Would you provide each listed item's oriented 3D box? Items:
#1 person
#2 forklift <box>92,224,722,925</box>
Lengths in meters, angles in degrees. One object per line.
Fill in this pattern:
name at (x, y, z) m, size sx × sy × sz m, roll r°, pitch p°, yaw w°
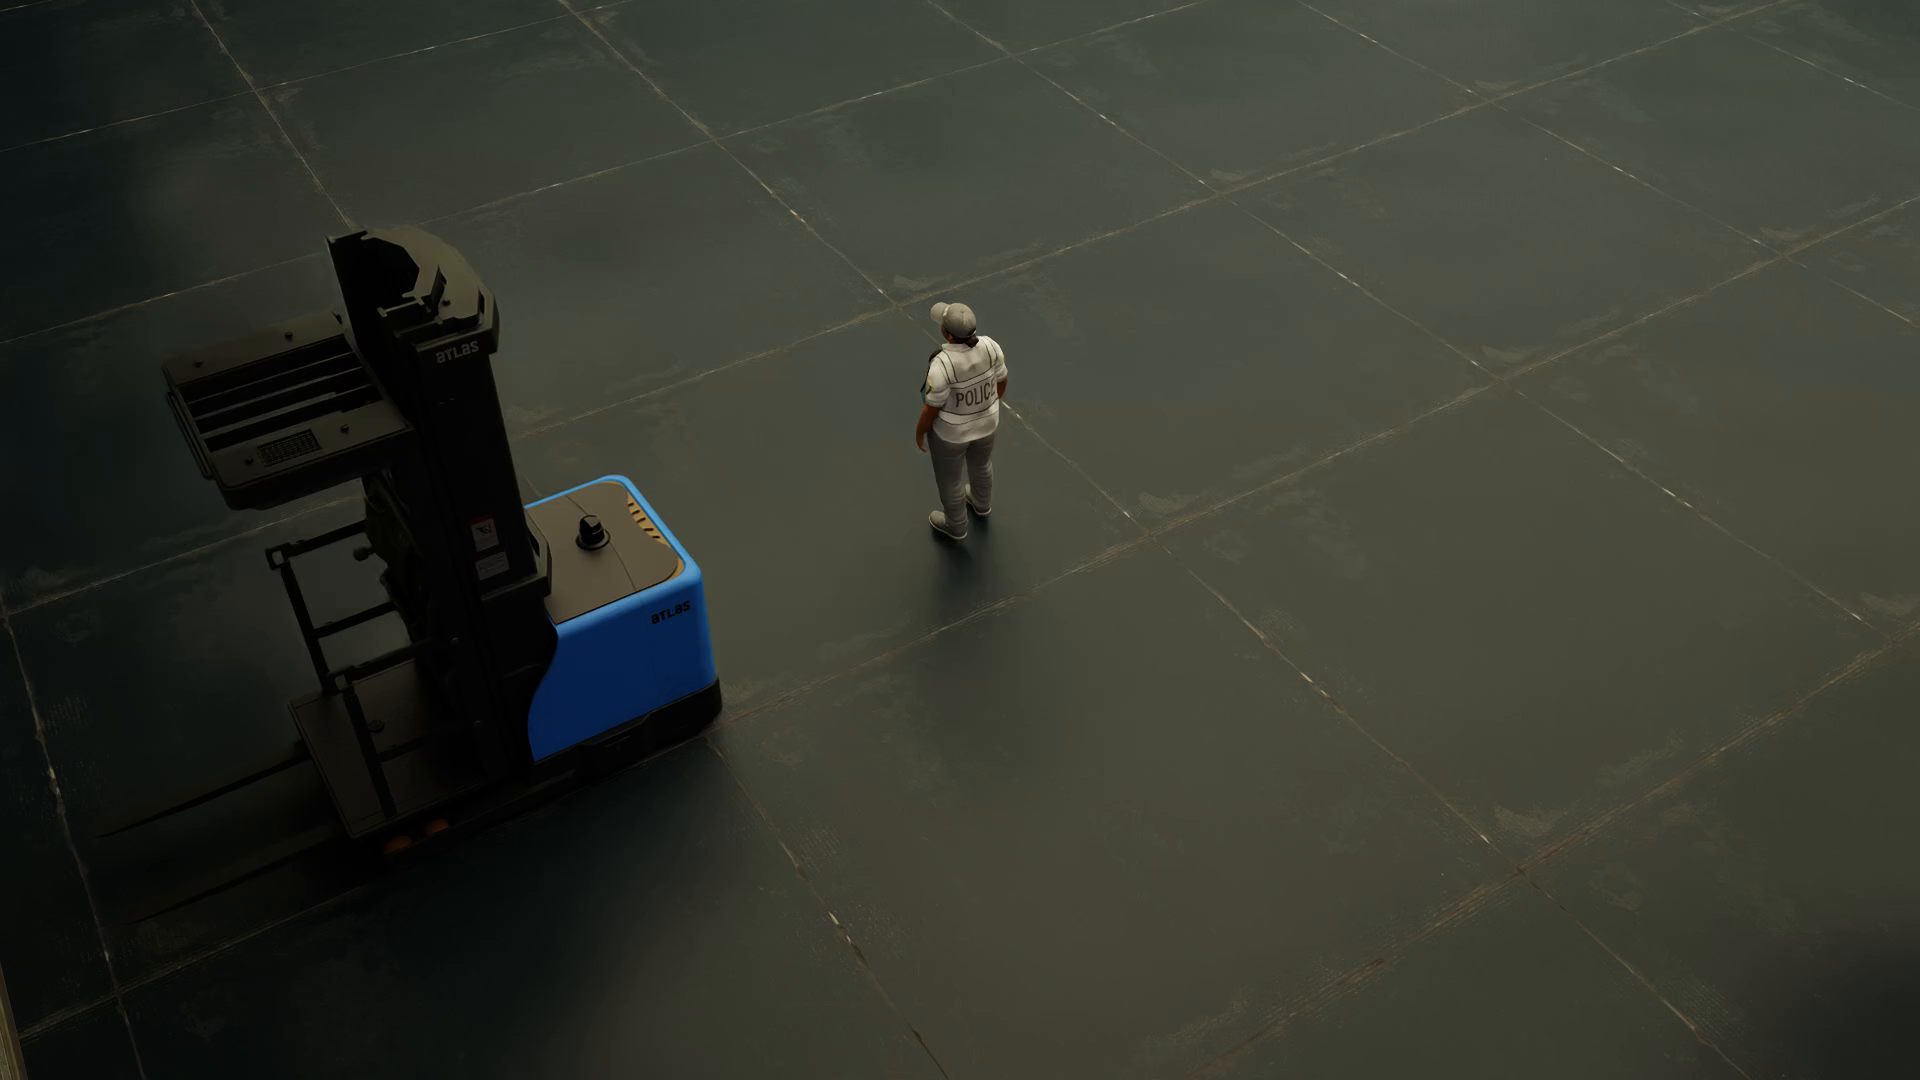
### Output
person at (-0.022, -0.713, 9.577) m, size 0.598 × 1.670 × 0.529 m, roll -23°, pitch 46°, yaw -24°
forklift at (-2.796, 0.124, 7.729) m, size 3.031 × 2.935 × 1.130 m, roll -23°, pitch 46°, yaw -24°
